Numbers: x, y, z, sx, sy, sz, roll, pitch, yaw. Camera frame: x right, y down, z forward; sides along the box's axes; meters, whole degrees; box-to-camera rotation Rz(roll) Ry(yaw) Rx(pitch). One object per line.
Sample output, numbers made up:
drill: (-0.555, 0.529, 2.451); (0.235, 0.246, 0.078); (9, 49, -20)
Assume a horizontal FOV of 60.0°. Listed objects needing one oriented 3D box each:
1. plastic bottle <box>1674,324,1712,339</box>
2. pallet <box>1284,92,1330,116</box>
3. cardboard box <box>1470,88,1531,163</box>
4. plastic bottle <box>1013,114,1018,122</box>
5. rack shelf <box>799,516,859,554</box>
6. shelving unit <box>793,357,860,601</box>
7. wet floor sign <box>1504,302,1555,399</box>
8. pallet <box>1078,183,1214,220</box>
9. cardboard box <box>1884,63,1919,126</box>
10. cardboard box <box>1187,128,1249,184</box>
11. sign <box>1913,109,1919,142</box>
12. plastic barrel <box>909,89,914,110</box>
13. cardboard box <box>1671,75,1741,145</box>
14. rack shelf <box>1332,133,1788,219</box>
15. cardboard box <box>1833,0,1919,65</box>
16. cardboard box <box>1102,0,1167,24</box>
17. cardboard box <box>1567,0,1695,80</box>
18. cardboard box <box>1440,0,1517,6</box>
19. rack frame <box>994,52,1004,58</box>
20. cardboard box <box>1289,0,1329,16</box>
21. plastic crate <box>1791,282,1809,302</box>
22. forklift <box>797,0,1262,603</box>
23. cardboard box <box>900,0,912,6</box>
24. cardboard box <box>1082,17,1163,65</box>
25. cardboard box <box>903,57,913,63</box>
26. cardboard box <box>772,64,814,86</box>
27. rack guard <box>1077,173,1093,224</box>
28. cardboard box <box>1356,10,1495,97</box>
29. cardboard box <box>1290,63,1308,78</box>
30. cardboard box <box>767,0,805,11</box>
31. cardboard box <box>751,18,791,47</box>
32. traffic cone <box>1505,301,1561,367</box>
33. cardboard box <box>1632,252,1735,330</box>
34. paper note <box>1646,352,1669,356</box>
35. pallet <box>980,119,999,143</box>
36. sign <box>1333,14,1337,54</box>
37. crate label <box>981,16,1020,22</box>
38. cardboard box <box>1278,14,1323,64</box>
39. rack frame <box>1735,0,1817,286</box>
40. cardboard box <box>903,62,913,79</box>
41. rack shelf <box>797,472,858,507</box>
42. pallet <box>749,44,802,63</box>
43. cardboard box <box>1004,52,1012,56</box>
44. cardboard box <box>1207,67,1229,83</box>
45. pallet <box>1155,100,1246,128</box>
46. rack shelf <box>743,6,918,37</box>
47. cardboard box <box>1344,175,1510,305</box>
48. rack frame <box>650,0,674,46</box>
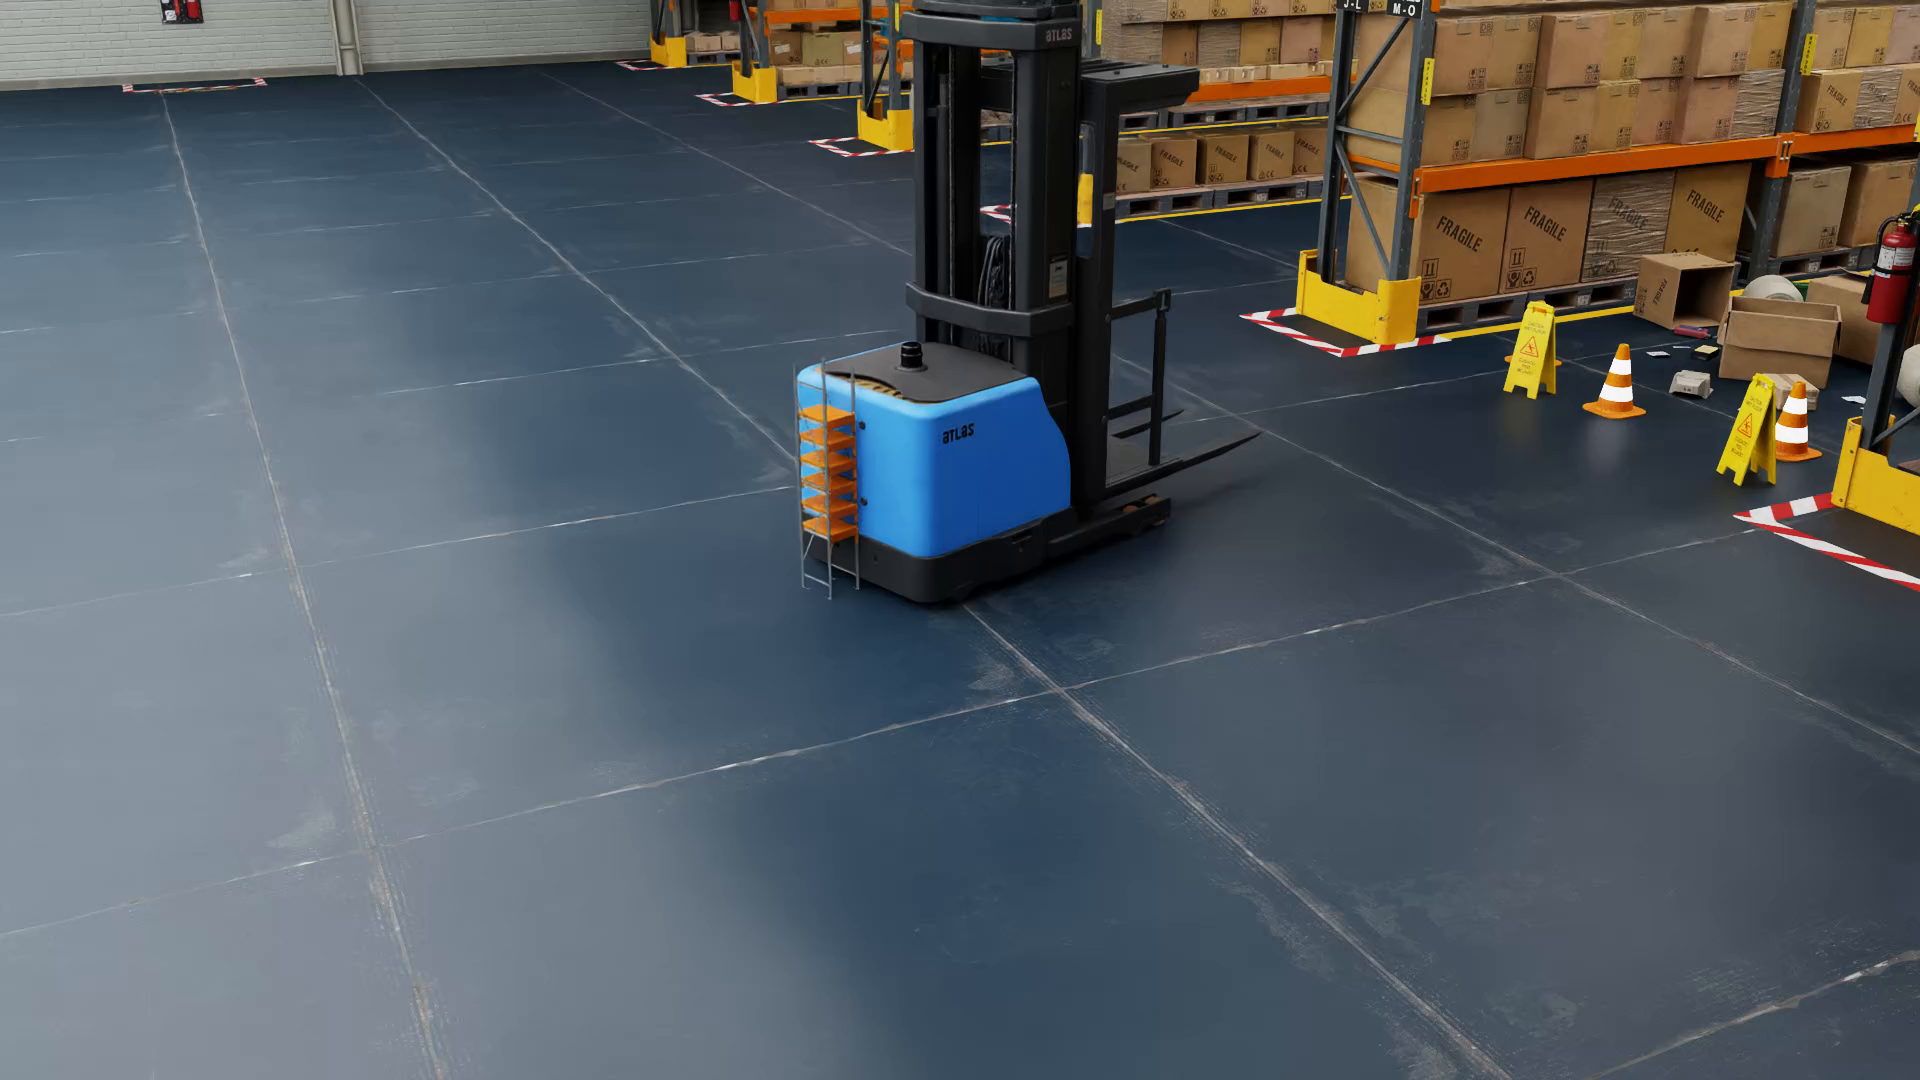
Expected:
plastic bottle: (5.790, -1.634, 13.095); (0.283, 0.061, 0.133); (20, 30, 40)
pallet: (5.477, -6.474, 24.591); (1.213, 0.211, 1.003); (-10, 25, -24)
cardboard box: (3.992, -3.363, 13.233); (0.550, 0.550, 0.875); (-10, 25, -24)
plastic bottle: (0.752, -5.687, 22.035); (0.097, 0.271, 0.097); (0, 22, 0)
rack shelf: (-0.669, -0.037, 8.491); (0.180, 0.103, 0.258); (-21, 30, -40)
shelving unit: (-0.669, -0.300, 8.382); (0.189, 1.200, 0.258); (-21, 30, -40)
wet floor sign: (4.024, -1.343, 11.627); (0.232, 0.644, 0.267); (-15, 27, -33)
pallet: (1.947, -3.691, 17.866); (1.213, 0.211, 1.003); (-10, 25, -24)
cardboard box: (8.292, -3.988, 14.808); (0.500, 0.500, 0.500); (-11, 25, -24)
cardboard box: (2.797, -4.189, 18.143); (0.500, 0.500, 0.500); (-8, 24, -19)
sign: (5.207, -2.304, 8.944); (0.005, 0.325, 0.100); (-10, 25, -24)
plastic barrel: (-0.457, -5.731, 21.853); (0.421, 0.512, 0.421); (0, 22, 0)
cardboard box: (5.983, -3.686, 14.014); (0.550, 0.550, 0.875); (-10, 25, -24)
rack shelf: (4.993, -3.117, 13.775); (4.000, 0.370, 1.077); (-10, 25, -24)
cardboard box: (8.158, -4.544, 14.843); (0.500, 0.500, 0.700); (-10, 25, -23)
cardboard box: (1.745, -5.487, 16.733); (0.500, 0.500, 0.500); (-10, 25, -24)
cardboard box: (5.457, -4.127, 13.666); (0.550, 0.550, 0.875); (-10, 25, -24)
cardboard box: (5.512, -6.062, 18.616); (1.000, 1.000, 1.000); (-10, 25, -23)
rack frame: (0.442, -8.922, 26.858); (0.127, 3.000, 1.000); (-10, 25, -24)
cardboard box: (3.548, -5.817, 17.531); (0.500, 0.500, 0.500); (-10, 25, -24)
plastic crate: (7.207, -2.028, 13.806); (0.662, 0.188, 0.450); (2, 13, 4)
forklift: (0.551, -1.506, 9.032); (3.031, 2.935, 1.130); (-21, 30, -40)
cardboard box: (-0.881, -8.721, 26.241); (0.500, 0.500, 0.700); (-10, 25, -23)
cardboard box: (1.639, -5.109, 17.128); (0.500, 0.500, 0.875); (-10, 25, -24)
cardboard box: (-0.785, -7.877, 26.398); (0.500, 0.500, 0.500); (-10, 25, -24)
cardboard box: (-2.582, -7.194, 25.730); (0.500, 0.250, 0.500); (-10, 25, -24)
rack guard: (1.200, -3.701, 17.515); (0.348, 0.500, 1.175); (-10, 25, -24)
cardboard box: (3.542, -3.734, 12.718); (0.550, 0.550, 0.875); (-10, 25, -24)
cardboard box: (3.521, -5.064, 17.867); (0.250, 0.149, 0.380); (-10, 25, -24)
cardboard box: (-2.736, -8.378, 25.413); (0.500, 0.500, 0.700); (-10, 25, -24)
cardboard box: (-3.455, -9.296, 30.455); (0.500, 0.500, 0.700); (-12, 25, -27)
traffic cone: (4.286, -1.544, 12.352); (0.334, 0.463, 0.336); (-10, 25, -24)
cardboard box: (5.842, -2.016, 13.440); (0.500, 0.500, 0.500); (-6, 23, -14)
paper note: (5.303, -1.413, 12.603); (0.142, 0.017, 0.144); (-2, 23, -5)
pallet: (-0.234, -5.424, 22.054); (1.213, 0.211, 1.003); (-10, 25, -24)
sign: (2.968, -3.951, 13.027); (0.005, 0.325, 0.100); (-10, 25, -24)
crate label: (0.524, -6.966, 22.086); (0.616, 0.435, 0.502); (-10, 25, -24)
cardboard box: (3.431, -5.449, 17.949); (0.500, 0.500, 0.875); (-10, 25, -24)
rack frame: (6.796, -3.781, 14.439); (0.127, 3.000, 1.000); (-10, 25, -24)
cardboard box: (-0.780, -7.526, 26.531); (0.500, 0.250, 0.500); (-10, 25, -24)
rack shelf: (-0.669, -0.259, 8.399); (0.180, 0.103, 0.258); (-21, 30, -40)
pallet: (-3.400, -9.013, 30.723); (1.213, 0.211, 1.003); (-10, 25, -24)
cardboard box: (0.923, -8.087, 27.155); (0.500, 0.311, 0.500); (-10, 25, -23)
cardboard box: (2.615, -4.903, 17.476); (0.250, 0.149, 0.380); (-10, 25, -24)
pallet: (3.278, -6.069, 23.613); (1.213, 0.211, 1.003); (-10, 25, -24)
rack shelf: (-1.360, -8.258, 26.194); (4.000, 0.370, 1.077); (-10, 25, -24)
cardboard box: (3.774, -2.465, 13.489); (0.875, 0.875, 0.875); (-10, 25, -23)
rack frame: (-5.314, -9.965, 29.378); (0.127, 3.000, 1.000); (-10, 25, -24)
